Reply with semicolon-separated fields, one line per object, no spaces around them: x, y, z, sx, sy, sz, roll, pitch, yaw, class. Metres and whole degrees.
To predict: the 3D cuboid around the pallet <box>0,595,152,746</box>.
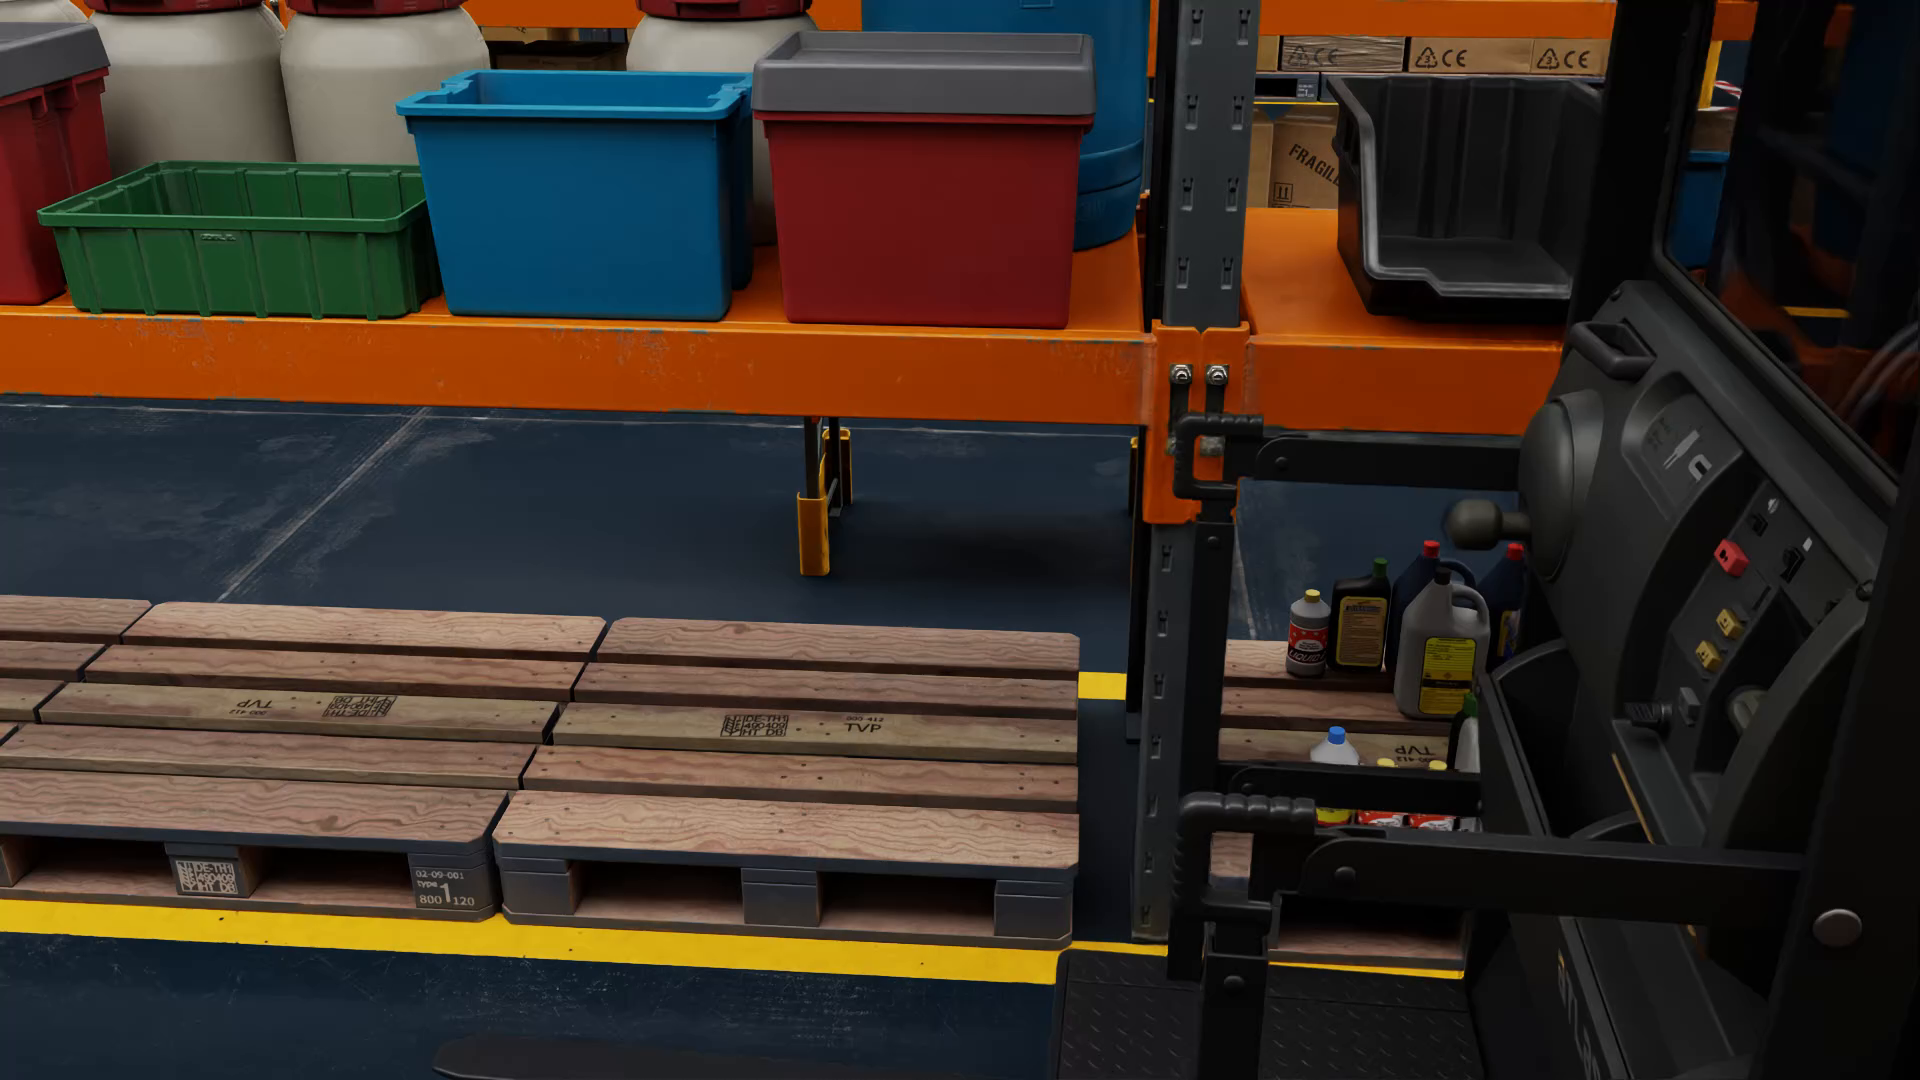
-2.762;0.444;4.033;1.213;0.211;1.003;2;25;4;pallet

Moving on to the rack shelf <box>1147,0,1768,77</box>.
2.830;-2.410;7.759;4.000;0.370;1.077;2;25;4;rack shelf

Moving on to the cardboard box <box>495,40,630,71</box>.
-1.953;-2.312;8.252;0.500;0.250;0.500;5;25;10;cardboard box

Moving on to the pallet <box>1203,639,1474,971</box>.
1.123;0.570;3.760;1.213;0.211;1.003;2;25;4;pallet

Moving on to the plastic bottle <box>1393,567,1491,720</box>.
1.109;0.228;3.809;0.185;0.351;0.144;2;25;4;plastic bottle

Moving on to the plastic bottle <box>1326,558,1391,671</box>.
0.961;0.176;4.002;0.133;0.283;0.061;3;25;7;plastic bottle

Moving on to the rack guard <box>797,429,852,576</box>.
-0.421;-0.127;5.227;0.087;0.250;0.587;2;25;4;rack guard

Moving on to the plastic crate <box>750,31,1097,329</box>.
-0.050;-0.653;3.004;0.583;0.464;0.402;2;25;4;plastic crate

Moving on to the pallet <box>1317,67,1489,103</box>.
3.288;-3.503;12.610;1.213;0.211;1.003;2;25;4;pallet

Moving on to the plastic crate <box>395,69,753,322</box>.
-0.667;-0.634;3.059;0.575;0.384;0.392;2;25;4;plastic crate

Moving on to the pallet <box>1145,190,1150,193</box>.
1.508;-1.527;8.316;1.213;0.211;1.003;2;25;4;pallet

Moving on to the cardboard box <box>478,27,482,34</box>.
-3.866;-3.978;12.794;0.500;0.500;0.500;3;25;6;cardboard box

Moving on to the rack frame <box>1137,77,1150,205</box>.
0.836;-2.800;7.747;0.127;3.000;1.000;2;25;4;rack frame

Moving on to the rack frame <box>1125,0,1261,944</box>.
0.456;-0.736;3.261;0.127;3.000;1.000;2;25;4;rack frame

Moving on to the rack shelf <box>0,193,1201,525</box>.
-1.538;-0.473;3.551;4.000;0.370;1.077;2;25;4;rack shelf

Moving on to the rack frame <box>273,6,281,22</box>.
-3.153;-2.928;8.026;0.127;3.000;1.000;2;25;4;rack frame

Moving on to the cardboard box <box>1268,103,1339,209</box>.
1.803;-1.811;8.085;0.500;0.500;0.500;10;27;21;cardboard box

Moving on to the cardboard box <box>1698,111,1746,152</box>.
3.604;-1.759;7.973;0.500;0.500;0.500;8;26;18;cardboard box

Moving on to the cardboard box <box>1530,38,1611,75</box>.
4.623;-3.956;12.299;0.875;0.875;0.875;2;25;4;cardboard box

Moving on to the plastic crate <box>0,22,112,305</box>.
-1.944;-0.714;3.136;0.583;0.464;0.402;2;25;4;plastic crate

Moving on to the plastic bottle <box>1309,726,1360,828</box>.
0.741;0.496;3.320;0.097;0.271;0.097;0;25;0;plastic bottle

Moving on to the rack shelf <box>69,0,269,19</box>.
-5.147;-2.666;8.315;4.000;0.370;1.077;2;25;4;rack shelf

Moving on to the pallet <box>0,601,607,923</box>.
-1.549;0.484;3.946;1.213;0.211;1.003;2;25;4;pallet

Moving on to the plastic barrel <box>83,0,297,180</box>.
-1.644;-0.957;3.579;0.433;0.535;0.433;0;25;0;plastic barrel

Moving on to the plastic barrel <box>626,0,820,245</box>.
-0.481;-0.920;3.498;0.433;0.535;0.433;0;25;0;plastic barrel

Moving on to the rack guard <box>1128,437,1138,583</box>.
0.573;-0.095;5.158;0.087;0.250;0.587;2;25;4;rack guard

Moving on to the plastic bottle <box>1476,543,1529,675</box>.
1.312;0.174;3.926;0.185;0.351;0.144;1;25;1;plastic bottle

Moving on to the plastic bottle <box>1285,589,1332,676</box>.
0.842;0.217;4.011;0.097;0.201;0.097;0;25;0;plastic bottle

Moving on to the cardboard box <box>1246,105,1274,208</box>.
1.231;-1.826;8.118;0.500;0.500;0.500;1;25;2;cardboard box

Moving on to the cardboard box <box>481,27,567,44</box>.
-3.348;-3.960;12.755;0.500;0.500;0.500;2;25;4;cardboard box

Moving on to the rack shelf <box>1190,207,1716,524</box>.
2.450;-0.345;3.272;4.000;0.370;1.077;2;25;4;rack shelf

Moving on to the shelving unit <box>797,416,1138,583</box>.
0.076;-0.679;4.931;1.083;1.500;0.587;2;25;4;shelving unit

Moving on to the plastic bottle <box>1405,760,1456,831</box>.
0.943;0.535;3.321;0.097;0.201;0.097;0;25;0;plastic bottle

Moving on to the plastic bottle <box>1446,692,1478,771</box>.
1.073;0.446;3.417;0.133;0.283;0.061;2;25;4;plastic bottle

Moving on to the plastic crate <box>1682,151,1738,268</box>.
1.581;-0.746;3.461;0.616;0.251;0.499;2;25;4;plastic crate

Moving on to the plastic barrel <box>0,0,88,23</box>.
-2.070;-0.957;3.609;0.421;0.512;0.421;0;25;0;plastic barrel

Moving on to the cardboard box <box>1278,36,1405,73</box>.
2.837;-4.013;12.423;0.875;0.875;0.875;2;25;4;cardboard box

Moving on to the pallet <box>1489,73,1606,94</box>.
4.501;-3.463;12.523;1.213;0.211;1.003;2;25;4;pallet

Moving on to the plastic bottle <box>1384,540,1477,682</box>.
1.121;0.168;3.939;0.185;0.351;0.144;1;25;3;plastic bottle

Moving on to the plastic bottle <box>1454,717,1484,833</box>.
1.065;0.493;3.322;0.135;0.276;0.152;3;25;6;plastic bottle

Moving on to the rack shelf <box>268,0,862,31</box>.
-1.159;-2.538;8.037;4.000;0.370;1.077;2;25;4;rack shelf

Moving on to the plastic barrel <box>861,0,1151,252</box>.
0.094;-1.102;3.458;0.708;0.901;0.600;2;25;4;plastic barrel

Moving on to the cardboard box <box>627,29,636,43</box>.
-2.072;-4.104;12.770;0.750;0.750;1.050;2;25;3;cardboard box

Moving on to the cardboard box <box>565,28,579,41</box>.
-3.358;-4.177;13.226;0.500;0.500;0.500;1;25;2;cardboard box

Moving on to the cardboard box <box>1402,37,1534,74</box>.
3.746;-3.983;12.358;0.875;0.875;0.875;1;25;3;cardboard box

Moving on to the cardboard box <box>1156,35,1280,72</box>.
1.938;-4.041;12.482;0.875;0.875;0.875;2;25;5;cardboard box

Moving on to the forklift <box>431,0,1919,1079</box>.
0.580;-0.054;1.862;3.031;2.935;1.130;3;25;6;forklift

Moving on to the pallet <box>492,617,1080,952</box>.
-0.330;0.522;3.864;1.213;0.211;1.003;2;25;4;pallet

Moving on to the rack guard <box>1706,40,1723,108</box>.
5.328;-3.600;12.476;0.348;0.500;1.175;2;25;4;rack guard

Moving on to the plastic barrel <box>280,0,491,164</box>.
-1.212;-0.943;3.549;0.433;0.535;0.433;0;25;0;plastic barrel

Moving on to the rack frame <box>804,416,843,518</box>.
-0.422;-0.695;4.966;0.032;1.500;0.500;2;25;4;rack frame

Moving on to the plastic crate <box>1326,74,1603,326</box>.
0.969;-0.638;3.123;0.504;0.338;0.767;2;25;4;plastic crate

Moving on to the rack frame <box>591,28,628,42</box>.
-2.672;-4.992;12.511;0.127;3.000;1.000;2;25;4;rack frame

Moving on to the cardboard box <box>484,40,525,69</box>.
-2.482;-2.324;8.280;0.500;0.250;0.500;3;25;6;cardboard box

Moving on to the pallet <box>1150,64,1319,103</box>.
2.068;-3.541;12.692;1.213;0.211;1.003;2;25;4;pallet

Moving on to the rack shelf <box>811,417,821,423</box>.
0.085;-0.515;5.006;1.000;0.185;0.538;2;25;4;rack shelf

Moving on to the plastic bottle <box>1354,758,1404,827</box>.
0.842;0.531;3.328;0.097;0.201;0.097;0;25;0;plastic bottle

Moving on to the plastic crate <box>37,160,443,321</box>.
-1.302;-0.578;3.171;0.662;0.188;0.450;2;25;4;plastic crate

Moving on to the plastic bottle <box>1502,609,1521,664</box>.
1.326;0.271;3.806;0.135;0.276;0.152;2;25;4;plastic bottle
